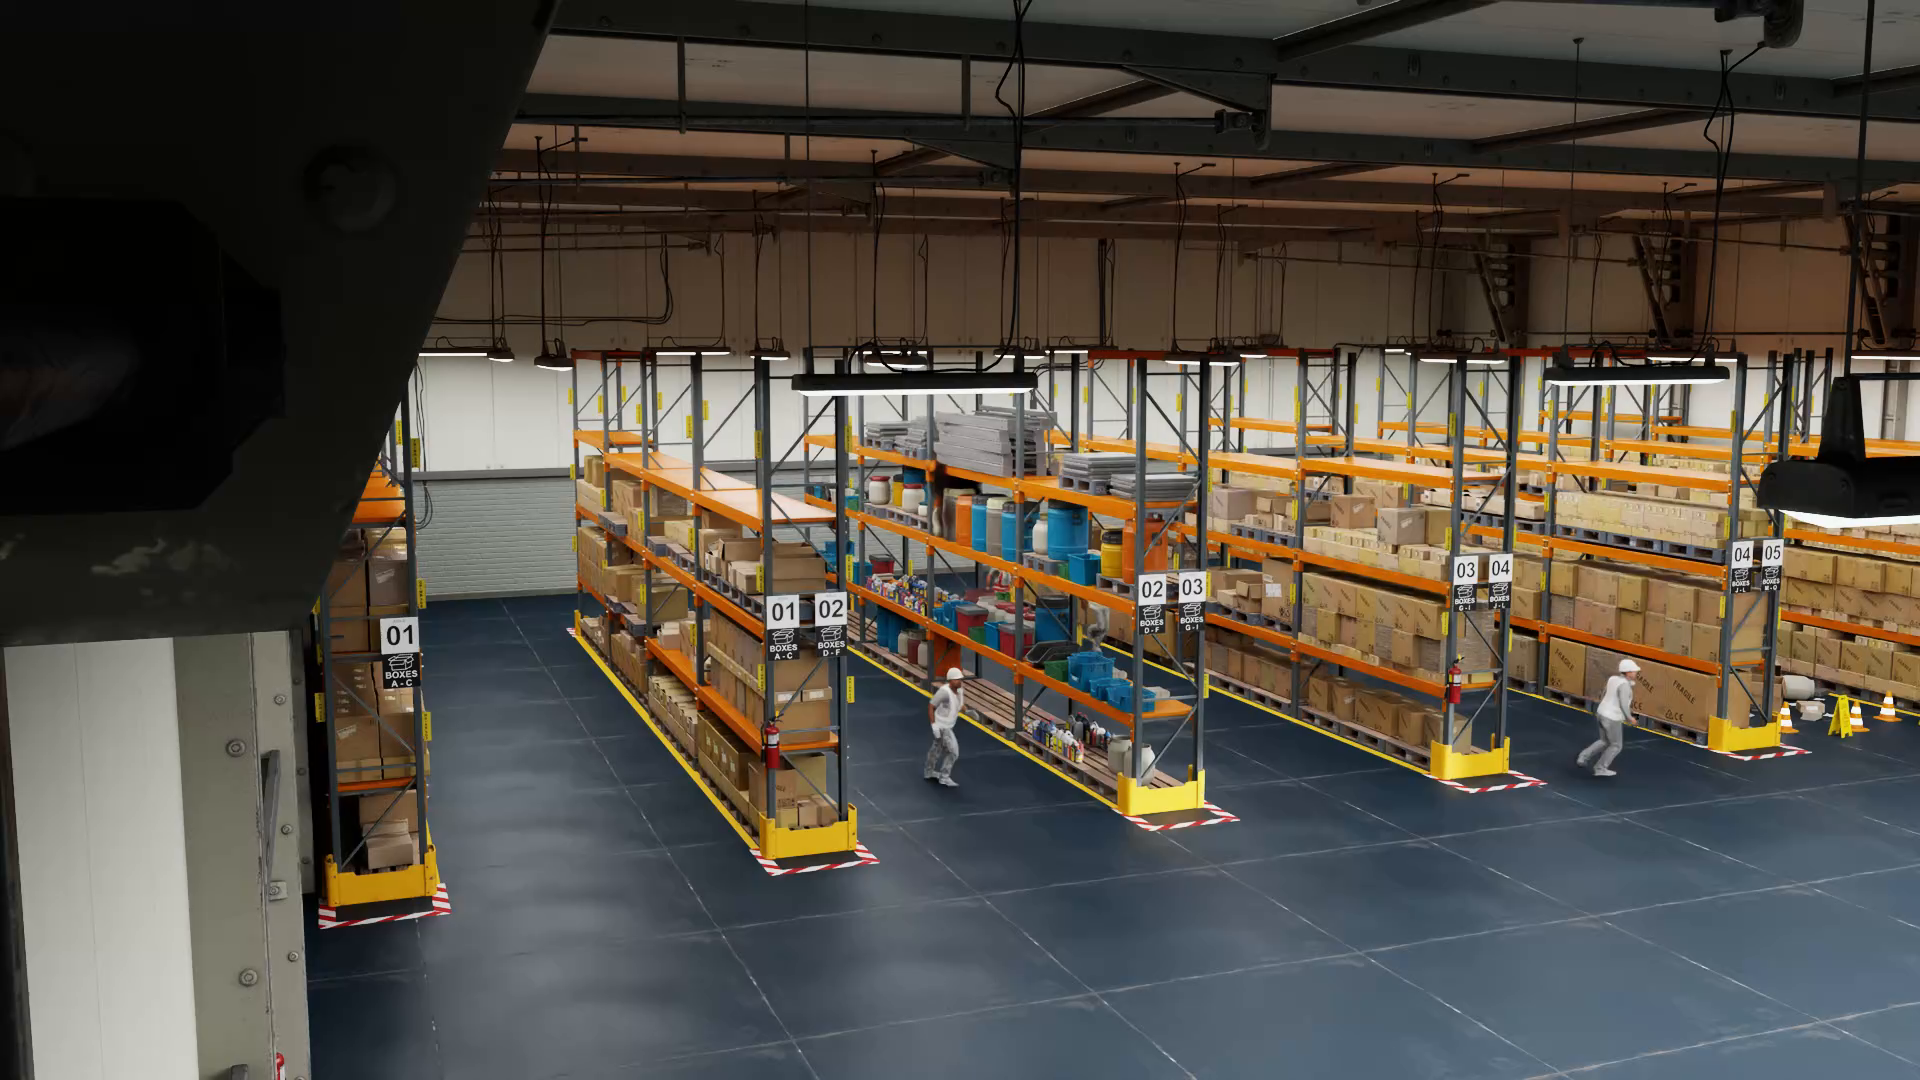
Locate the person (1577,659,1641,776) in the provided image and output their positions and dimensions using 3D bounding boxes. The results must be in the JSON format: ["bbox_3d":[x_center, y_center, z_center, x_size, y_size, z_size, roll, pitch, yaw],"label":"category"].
[{"bbox_3d":[9.286,2.538,23.778,0.776,1.701,0.621,0,7,1],"label":"person"}]

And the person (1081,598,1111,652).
[{"bbox_3d":[2.687,1.309,31.546,0.681,1.672,0.736,-4,8,-31],"label":"person"}]

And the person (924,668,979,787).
[{"bbox_3d":[-0.160,2.617,23.321,0.848,1.737,0.694,2,7,15],"label":"person"}]

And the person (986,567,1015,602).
[{"bbox_3d":[0.866,1.106,35.255,0.657,1.715,0.705,-5,9,-37],"label":"person"}]

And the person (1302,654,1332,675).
[{"bbox_3d":[6.722,1.693,30.823,0.891,1.684,0.543,-1,7,-11],"label":"person"}]
